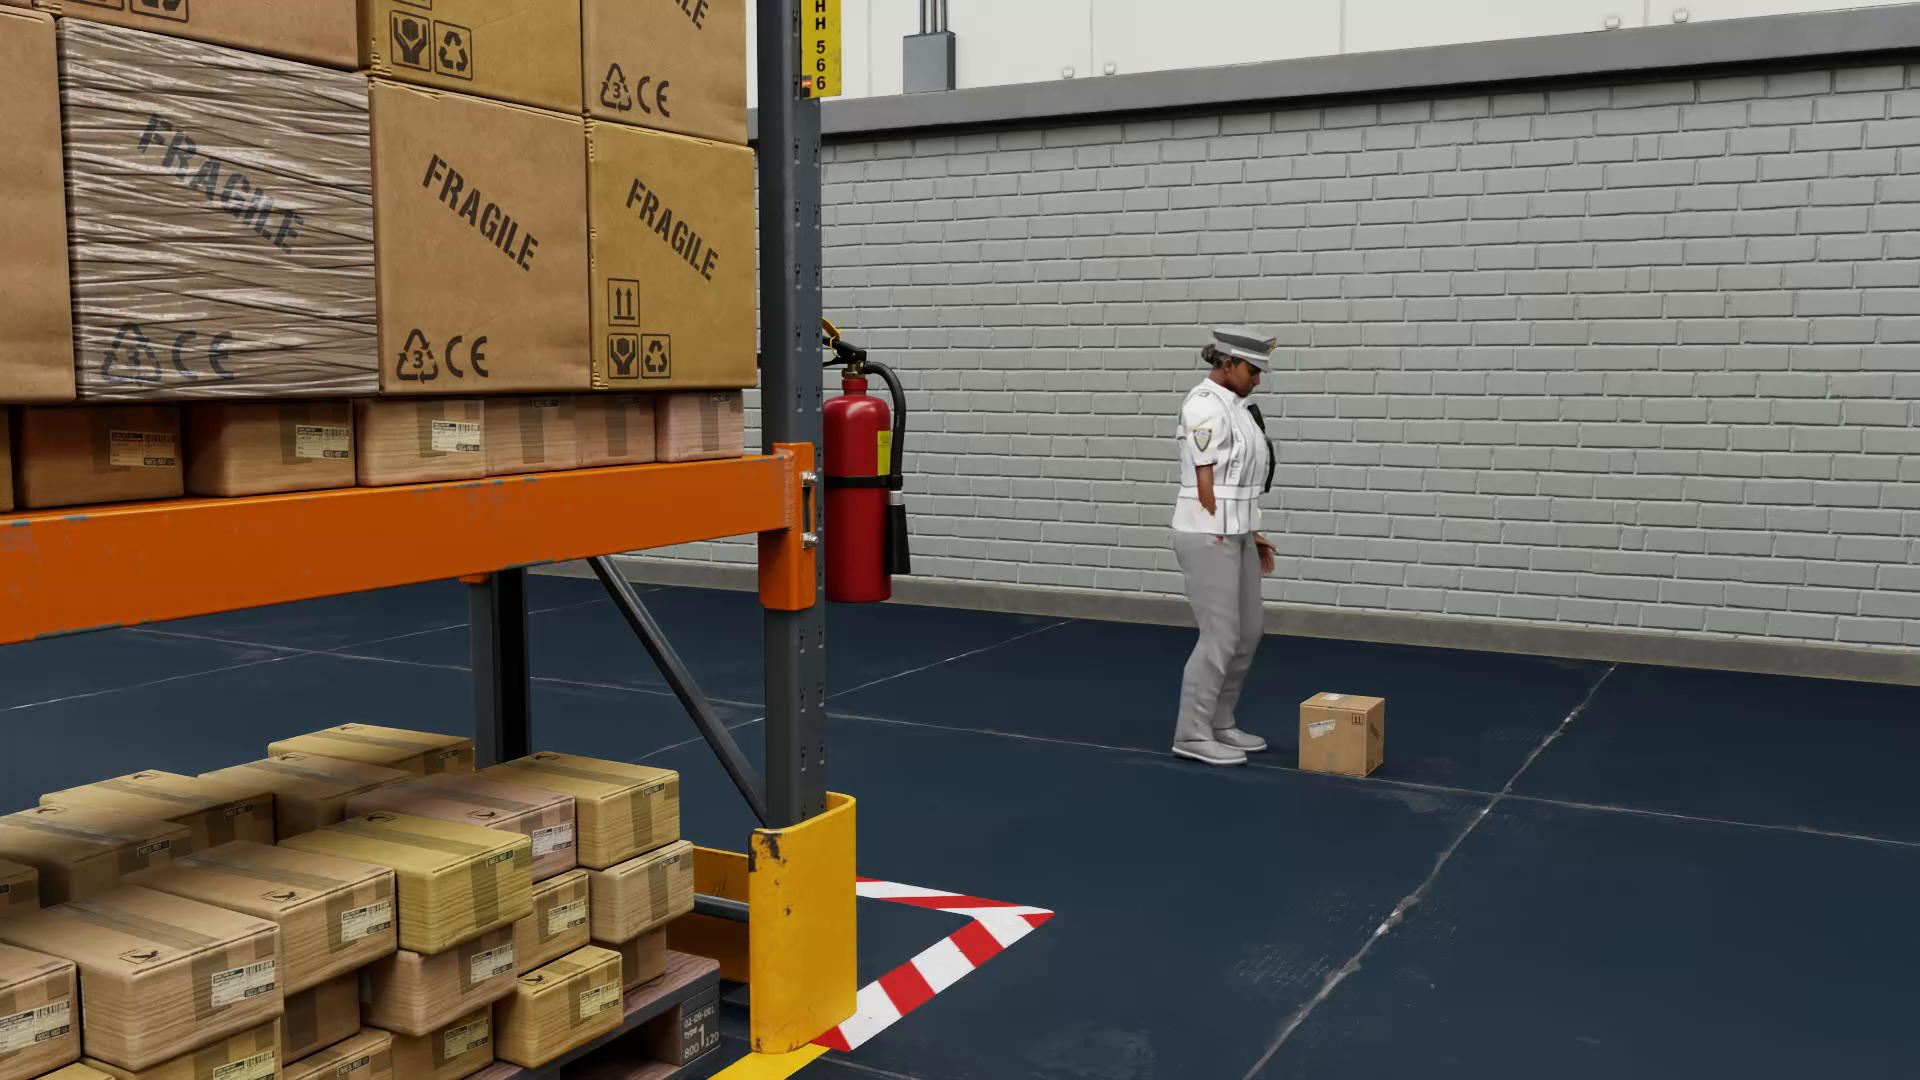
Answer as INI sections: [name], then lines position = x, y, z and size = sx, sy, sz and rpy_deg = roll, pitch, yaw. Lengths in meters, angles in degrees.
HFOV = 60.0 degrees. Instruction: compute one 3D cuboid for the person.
[person]
position = 1.017, 0.012, 6.379
size = 0.366, 1.648, 0.444
rpy_deg = 3, 7, 30
